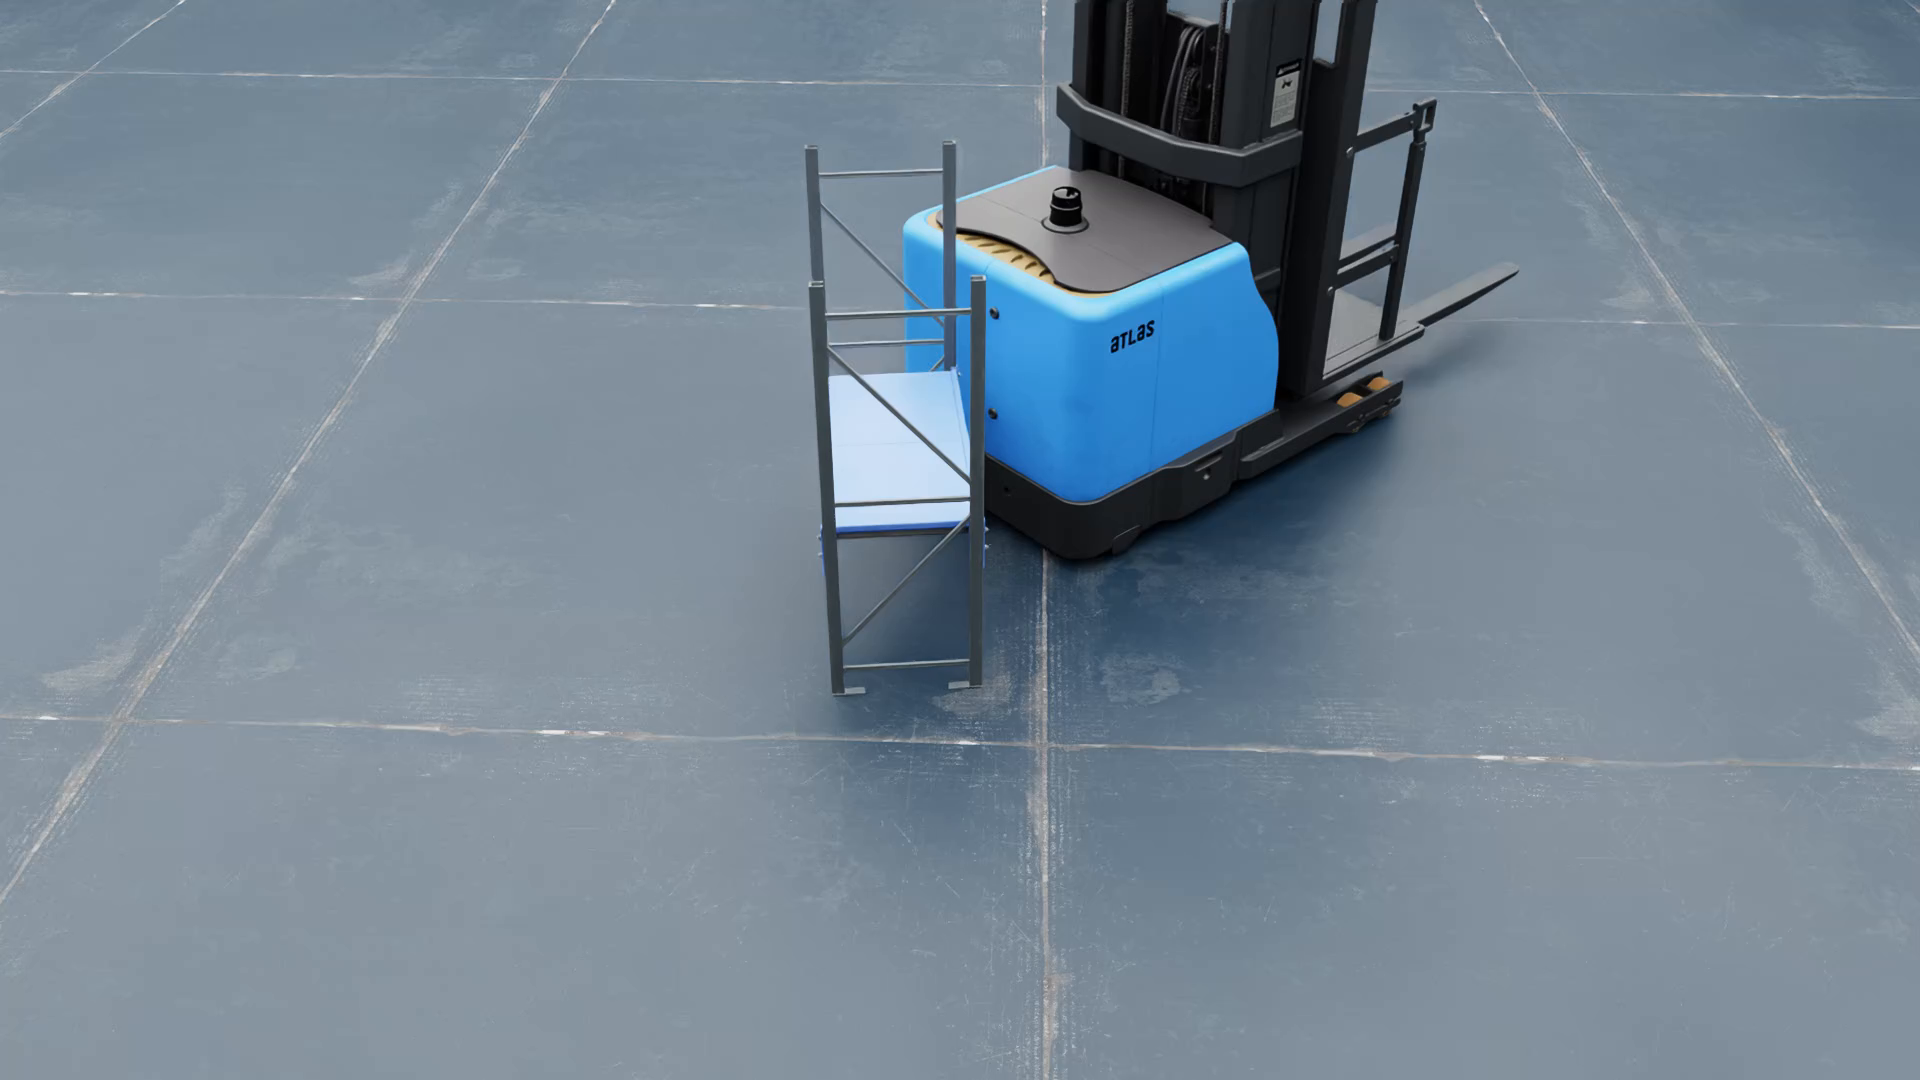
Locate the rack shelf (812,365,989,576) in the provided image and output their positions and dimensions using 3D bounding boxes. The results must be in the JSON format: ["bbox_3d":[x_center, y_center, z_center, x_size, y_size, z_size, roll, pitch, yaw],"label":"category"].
[{"bbox_3d":[-0.220,-0.259,5.627,0.538,0.185,1.000,-3,35,-4],"label":"rack shelf"}]

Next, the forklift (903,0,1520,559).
[{"bbox_3d":[1.218,-1.844,6.325,3.031,2.935,1.130,-27,43,-33],"label":"forklift"}]

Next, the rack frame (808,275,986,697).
[{"bbox_3d":[-0.176,-0.115,5.109,0.500,1.500,0.032,-3,35,-4],"label":"rack frame"}]

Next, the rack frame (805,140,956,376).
[{"bbox_3d":[-0.264,-0.698,5.938,0.500,1.500,0.032,-3,35,-4],"label":"rack frame"}]

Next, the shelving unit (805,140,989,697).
[{"bbox_3d":[-0.220,-0.406,5.524,0.538,1.500,1.048,-3,35,-4],"label":"shelving unit"}]
